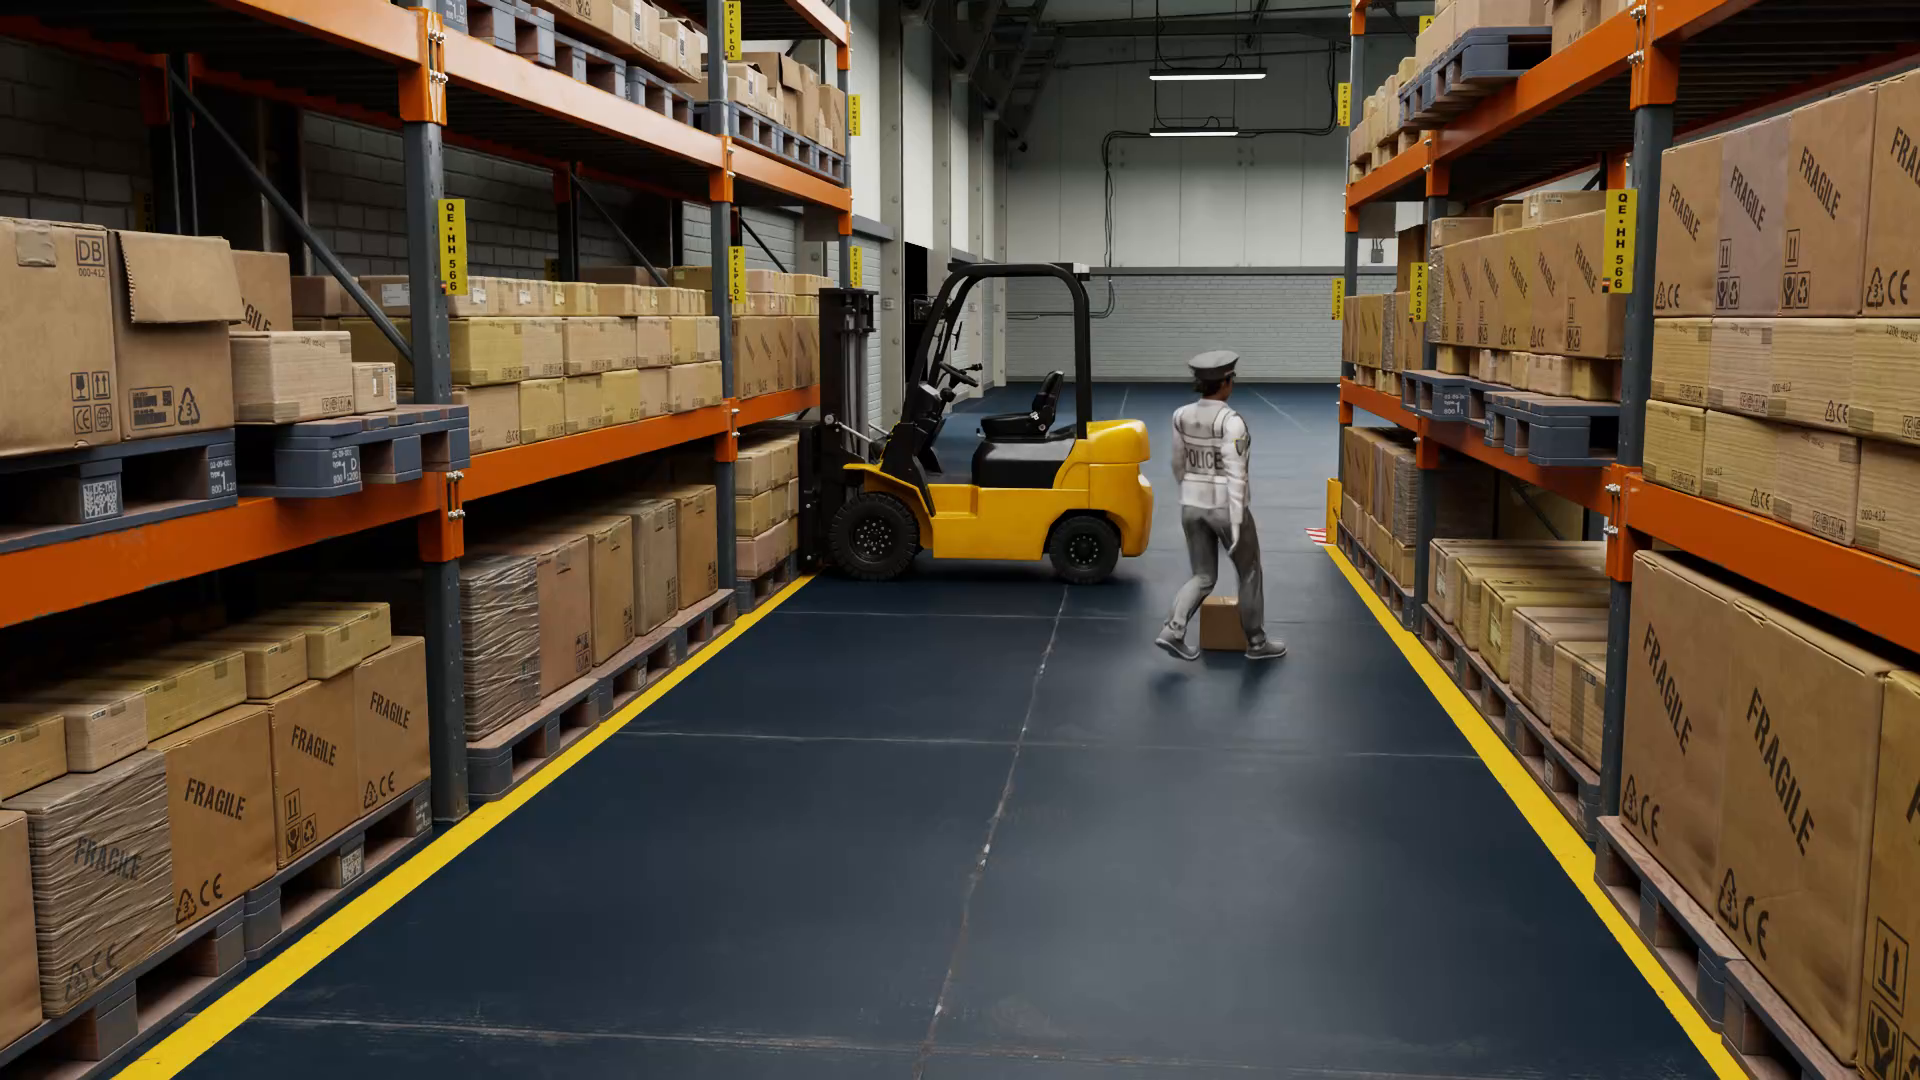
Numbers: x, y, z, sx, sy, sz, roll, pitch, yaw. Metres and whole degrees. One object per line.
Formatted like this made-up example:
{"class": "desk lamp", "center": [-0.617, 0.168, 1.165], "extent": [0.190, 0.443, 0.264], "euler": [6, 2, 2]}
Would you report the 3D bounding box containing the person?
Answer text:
{"class": "person", "center": [1.357, -0.166, 8.596], "extent": [0.512, 1.627, 0.831], "euler": [7, 11, 43]}
